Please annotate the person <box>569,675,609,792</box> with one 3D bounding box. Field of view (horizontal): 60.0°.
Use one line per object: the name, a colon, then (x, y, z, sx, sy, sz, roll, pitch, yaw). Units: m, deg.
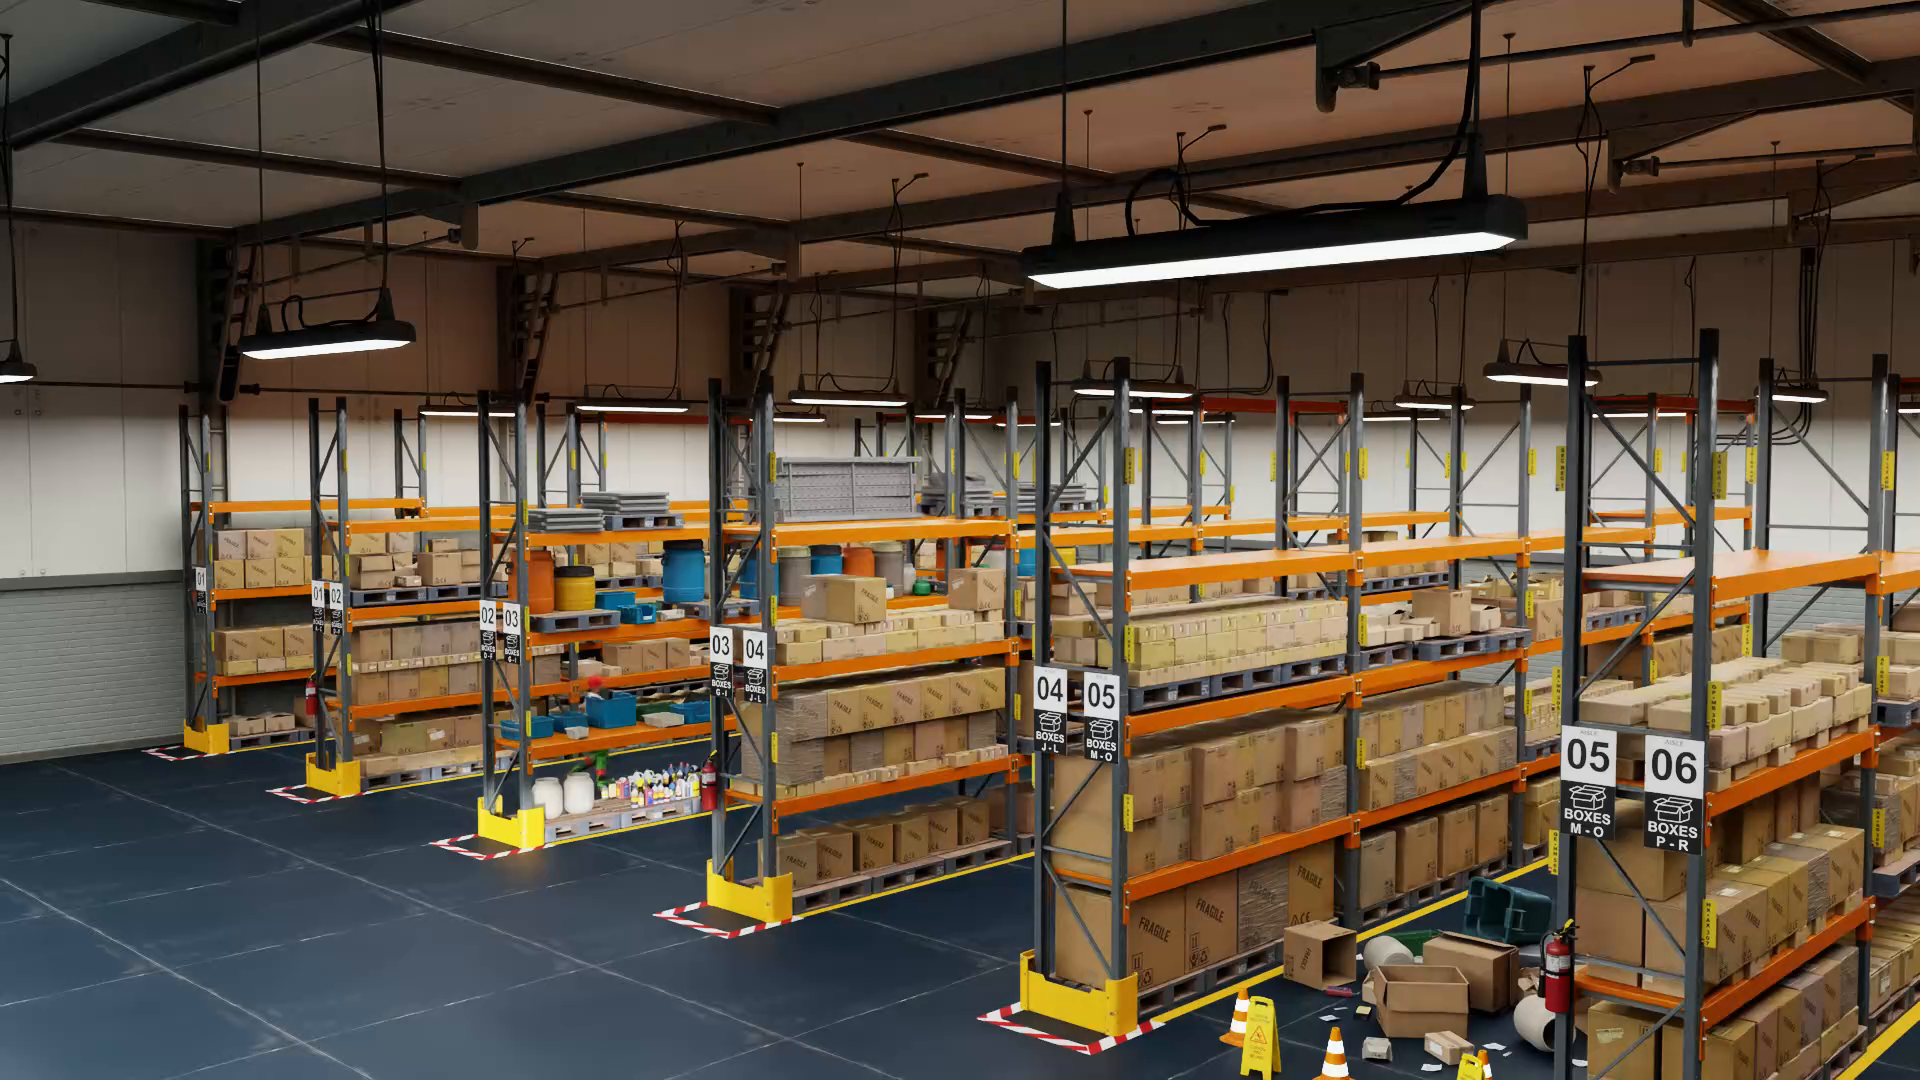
person: (-5.576, 2.935, 25.279, 0.724, 1.779, 0.557, -1, 3, -13)
